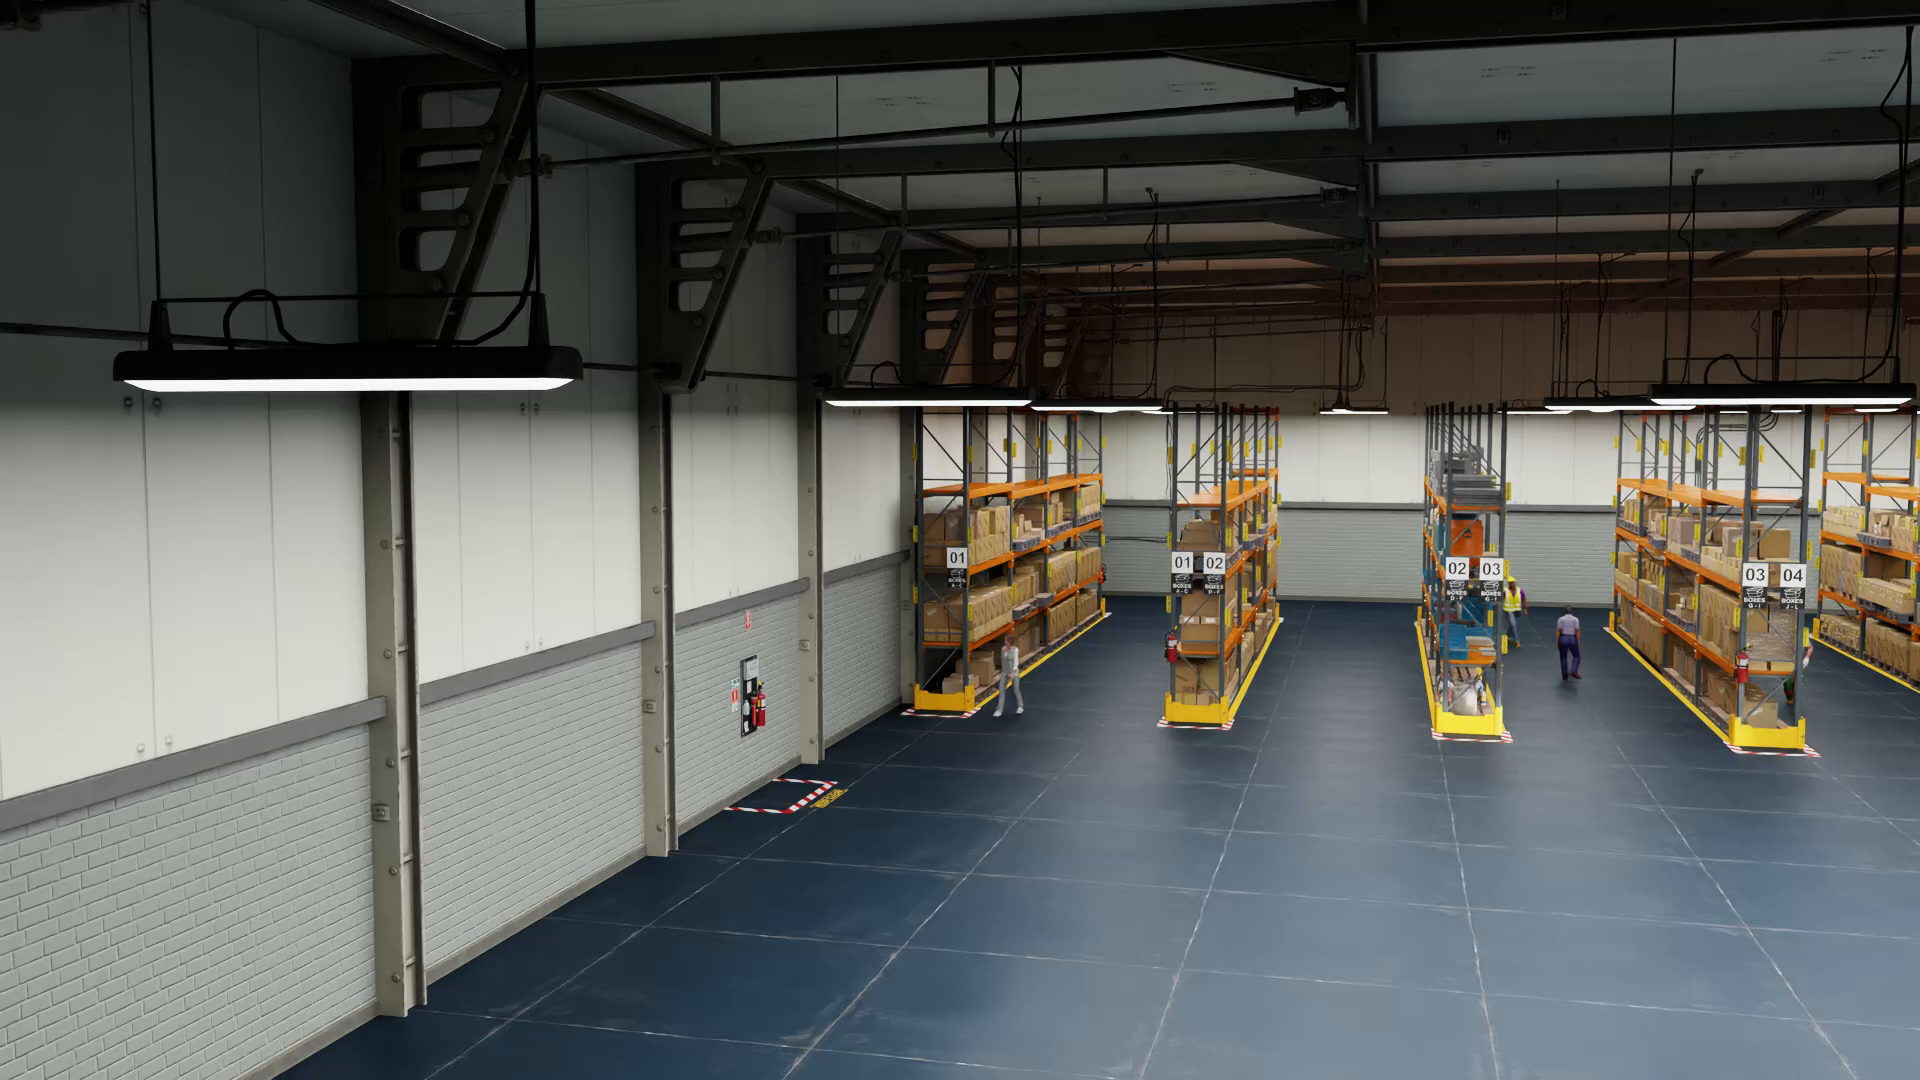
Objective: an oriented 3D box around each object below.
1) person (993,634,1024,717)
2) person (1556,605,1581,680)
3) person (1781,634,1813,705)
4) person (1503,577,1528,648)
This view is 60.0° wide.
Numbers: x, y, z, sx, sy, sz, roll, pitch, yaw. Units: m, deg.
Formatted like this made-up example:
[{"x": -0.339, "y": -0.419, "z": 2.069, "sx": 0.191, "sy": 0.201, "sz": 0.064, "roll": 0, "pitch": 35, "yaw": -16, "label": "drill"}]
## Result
[{"x": 0.927, "y": 2.579, "z": 31.778, "sx": 0.453, "sy": 1.551, "sz": 0.915, "roll": 3, "pitch": 5, "yaw": 32, "label": "person"}, {"x": 13.232, "y": 2.240, "z": 36.136, "sx": 0.538, "sy": 1.646, "sz": 0.499, "roll": 1, "pitch": 4, "yaw": 18, "label": "person"}, {"x": 16.538, "y": 2.450, "z": 33.003, "sx": 0.692, "sy": 1.685, "sz": 0.630, "roll": 2, "pitch": 5, "yaw": 21, "label": "person"}, {"x": 13.860, "y": 1.784, "z": 41.521, "sx": 0.580, "sy": 1.734, "sz": 0.946, "roll": -1, "pitch": 4, "yaw": -12, "label": "person"}]
